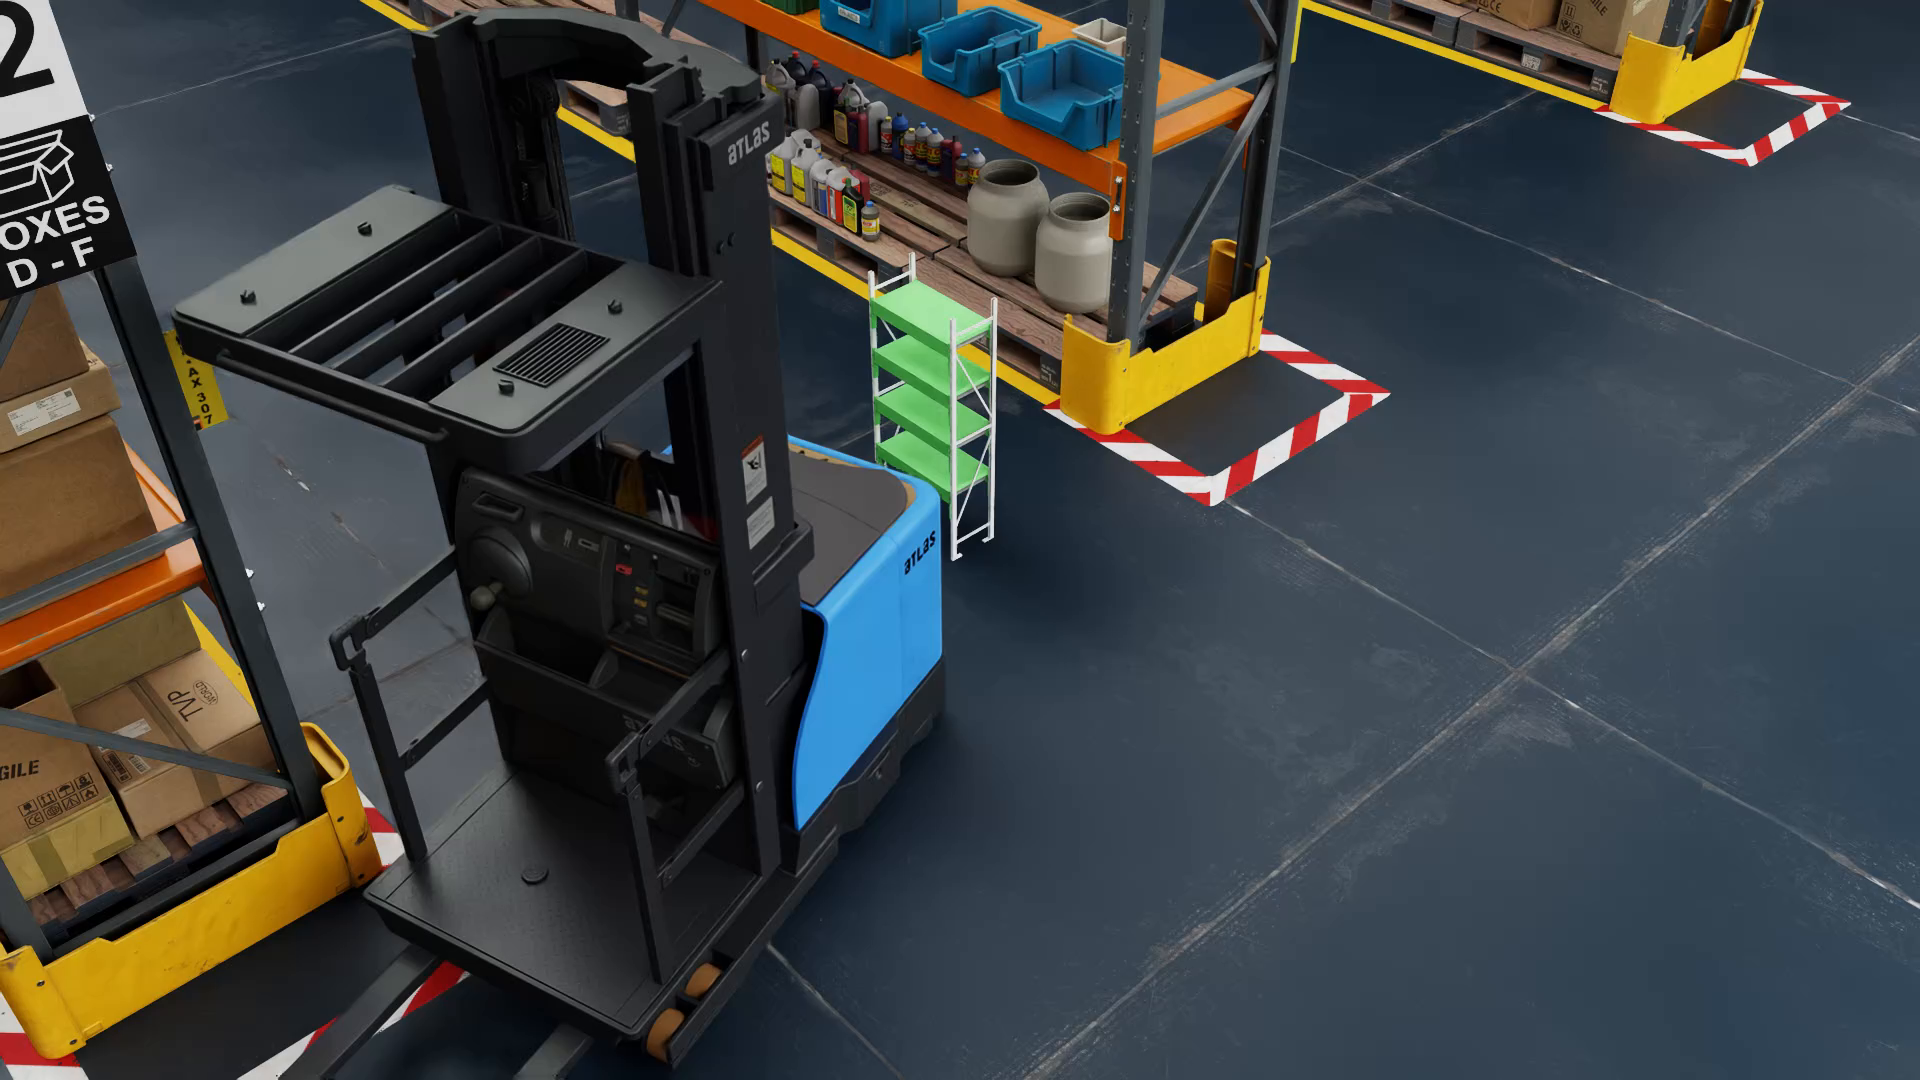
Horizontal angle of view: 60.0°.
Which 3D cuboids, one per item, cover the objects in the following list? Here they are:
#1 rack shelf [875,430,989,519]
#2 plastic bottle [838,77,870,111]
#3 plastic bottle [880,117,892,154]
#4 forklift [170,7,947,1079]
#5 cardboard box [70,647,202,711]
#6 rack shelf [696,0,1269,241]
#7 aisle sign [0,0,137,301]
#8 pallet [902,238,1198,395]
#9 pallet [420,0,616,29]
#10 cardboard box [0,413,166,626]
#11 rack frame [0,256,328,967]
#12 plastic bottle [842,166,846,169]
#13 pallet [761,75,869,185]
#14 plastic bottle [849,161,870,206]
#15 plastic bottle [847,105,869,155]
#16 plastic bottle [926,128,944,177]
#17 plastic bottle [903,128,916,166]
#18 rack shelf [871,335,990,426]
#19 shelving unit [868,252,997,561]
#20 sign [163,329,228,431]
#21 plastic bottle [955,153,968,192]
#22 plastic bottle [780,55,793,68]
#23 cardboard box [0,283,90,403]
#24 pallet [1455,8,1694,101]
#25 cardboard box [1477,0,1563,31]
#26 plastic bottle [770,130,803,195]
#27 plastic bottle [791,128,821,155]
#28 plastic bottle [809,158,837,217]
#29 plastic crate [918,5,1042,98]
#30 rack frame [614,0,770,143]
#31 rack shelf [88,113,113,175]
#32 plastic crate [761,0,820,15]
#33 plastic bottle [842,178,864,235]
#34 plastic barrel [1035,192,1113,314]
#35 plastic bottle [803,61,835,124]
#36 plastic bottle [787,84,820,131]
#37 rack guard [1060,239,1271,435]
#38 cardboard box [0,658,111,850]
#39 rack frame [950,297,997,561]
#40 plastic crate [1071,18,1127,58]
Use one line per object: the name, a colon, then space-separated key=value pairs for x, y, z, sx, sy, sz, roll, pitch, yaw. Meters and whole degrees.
rack shelf: x=-0.112 y=-0.307 z=7.159 sx=0.258 sy=0.148 sz=0.480 roll=-30 pitch=48 yaw=-32
plastic bottle: x=-0.621 y=-2.537 z=9.762 sx=0.144 sy=0.351 sz=0.185 roll=-30 pitch=48 yaw=-32
plastic bottle: x=-0.414 y=-2.359 z=9.660 sx=0.097 sy=0.201 sz=0.097 roll=0 pitch=39 yaw=0
forklift: x=-1.204 y=0.168 z=4.709 sx=1.130 sy=2.935 sz=3.031 roll=19 pitch=43 yaw=22
cardboard box: x=-3.103 y=0.478 z=6.125 sx=0.500 sy=0.250 sz=0.500 roll=-30 pitch=48 yaw=-32
rack shelf: x=-0.265 y=-2.604 z=8.660 sx=1.077 sy=0.370 sz=4.000 roll=-30 pitch=48 yaw=-32
aisle sign: x=-2.293 y=-0.967 z=3.991 sx=0.394 sy=0.787 sz=0.004 roll=-30 pitch=48 yaw=-32
pallet: x=0.456 y=-1.267 z=8.651 sx=1.003 sy=0.211 sz=1.213 roll=-30 pitch=48 yaw=-32
pallet: x=-3.006 y=-3.637 z=11.585 sx=1.003 sy=0.211 sz=1.213 roll=-30 pitch=48 yaw=-32
cardboard box: x=-2.869 y=-0.116 z=4.927 sx=0.700 sy=0.500 sz=0.500 roll=-30 pitch=48 yaw=-32
rack frame: x=-2.563 y=0.144 z=4.684 sx=1.000 sy=3.000 sz=0.127 roll=-30 pitch=48 yaw=-32
plastic bottle: x=-0.642 y=-1.959 z=9.165 sx=0.097 sy=0.201 sz=0.097 roll=0 pitch=39 yaw=0
pallet: x=-1.194 y=-2.397 z=10.049 sx=1.003 sy=0.211 sz=1.213 roll=-30 pitch=48 yaw=-32
plastic bottle: x=-0.549 y=-1.911 z=9.040 sx=0.061 sy=0.283 sz=0.133 roll=-30 pitch=48 yaw=-32
plastic bottle: x=-0.592 y=-2.388 z=9.631 sx=0.061 sy=0.283 sz=0.133 roll=-30 pitch=48 yaw=-32
plastic bottle: x=-0.140 y=-2.199 z=9.406 sx=0.097 sy=0.271 sz=0.097 roll=0 pitch=39 yaw=0
plastic bottle: x=-0.275 y=-2.264 z=9.542 sx=0.097 sy=0.201 sz=0.097 roll=0 pitch=39 yaw=0
rack shelf: x=-0.112 y=-0.680 z=6.857 sx=0.258 sy=0.148 sz=0.480 roll=-30 pitch=48 yaw=-32
shelving unit: x=-0.112 y=-0.543 z=6.968 sx=0.258 sy=1.200 sz=0.503 roll=-30 pitch=48 yaw=-32
sign: x=-2.150 y=-0.456 z=4.675 sx=0.100 sy=0.325 sz=0.005 roll=-30 pitch=48 yaw=-32
plastic bottle: x=0.021 y=-2.061 z=9.291 sx=0.097 sy=0.201 sz=0.097 roll=0 pitch=39 yaw=0
plastic bottle: x=-1.049 y=-2.842 z=10.193 sx=0.061 sy=0.283 sz=0.133 roll=-28 pitch=46 yaw=-30
cardboard box: x=-2.905 y=-0.645 z=4.549 sx=0.700 sy=0.500 sz=0.500 roll=-30 pitch=48 yaw=-32
pallet: x=4.161 y=-3.405 z=11.298 sx=1.003 sy=0.211 sz=1.213 roll=-30 pitch=48 yaw=-32
cardboard box: x=3.897 y=-3.813 z=11.239 sx=0.500 sy=0.500 sz=0.500 roll=-18 pitch=42 yaw=-21
plastic bottle: x=-0.962 y=-2.117 z=9.241 sx=0.144 sy=0.351 sz=0.185 roll=-30 pitch=48 yaw=-32
plastic bottle: x=-0.870 y=-2.162 z=9.357 sx=0.152 sy=0.276 sz=0.135 roll=-30 pitch=48 yaw=-32
plastic bottle: x=-0.721 y=-1.926 z=9.066 sx=0.152 sy=0.276 sz=0.135 roll=-31 pitch=48 yaw=-33
plastic crate: x=0.094 y=-2.308 z=7.839 sx=0.499 sy=0.251 sz=0.408 roll=-30 pitch=48 yaw=-32
rack frame: x=-1.617 y=-3.810 z=9.580 sx=1.000 sy=3.000 sz=0.127 roll=-30 pitch=48 yaw=-32
rack shelf: x=-3.916 y=-1.668 z=5.113 sx=1.077 sy=0.370 sz=4.000 roll=-30 pitch=48 yaw=-32
plastic crate: x=-0.907 y=-2.979 z=8.720 sx=0.450 sy=0.188 sz=0.662 roll=-30 pitch=48 yaw=-32
plastic bottle: x=-0.570 y=-1.783 z=8.882 sx=0.061 sy=0.283 sz=0.133 roll=-29 pitch=47 yaw=-31
plastic barrel: x=0.587 y=-1.426 z=8.275 sx=0.421 sy=0.512 sz=0.421 roll=0 pitch=39 yaw=0
plastic bottle: x=-0.840 y=-2.686 z=9.947 sx=0.185 sy=0.351 sz=0.144 roll=32 pitch=49 yaw=33
plastic bottle: x=-0.932 y=-2.583 z=9.878 sx=0.152 sy=0.276 sz=0.135 roll=-30 pitch=48 yaw=-32
rack guard: x=1.002 y=-1.001 z=8.092 sx=1.175 sy=0.500 sz=0.348 roll=-30 pitch=48 yaw=-32
cardboard box: x=-3.145 y=0.637 z=5.331 sx=0.500 sy=0.500 sz=0.500 roll=-30 pitch=48 yaw=-32
rack frame: x=0.053 y=-0.430 z=6.828 sx=0.240 sy=1.200 sz=0.015 roll=-30 pitch=48 yaw=-32
plastic crate: x=0.720 y=-2.407 z=8.053 sx=0.298 sy=0.136 sz=0.250 roll=-30 pitch=48 yaw=-32
